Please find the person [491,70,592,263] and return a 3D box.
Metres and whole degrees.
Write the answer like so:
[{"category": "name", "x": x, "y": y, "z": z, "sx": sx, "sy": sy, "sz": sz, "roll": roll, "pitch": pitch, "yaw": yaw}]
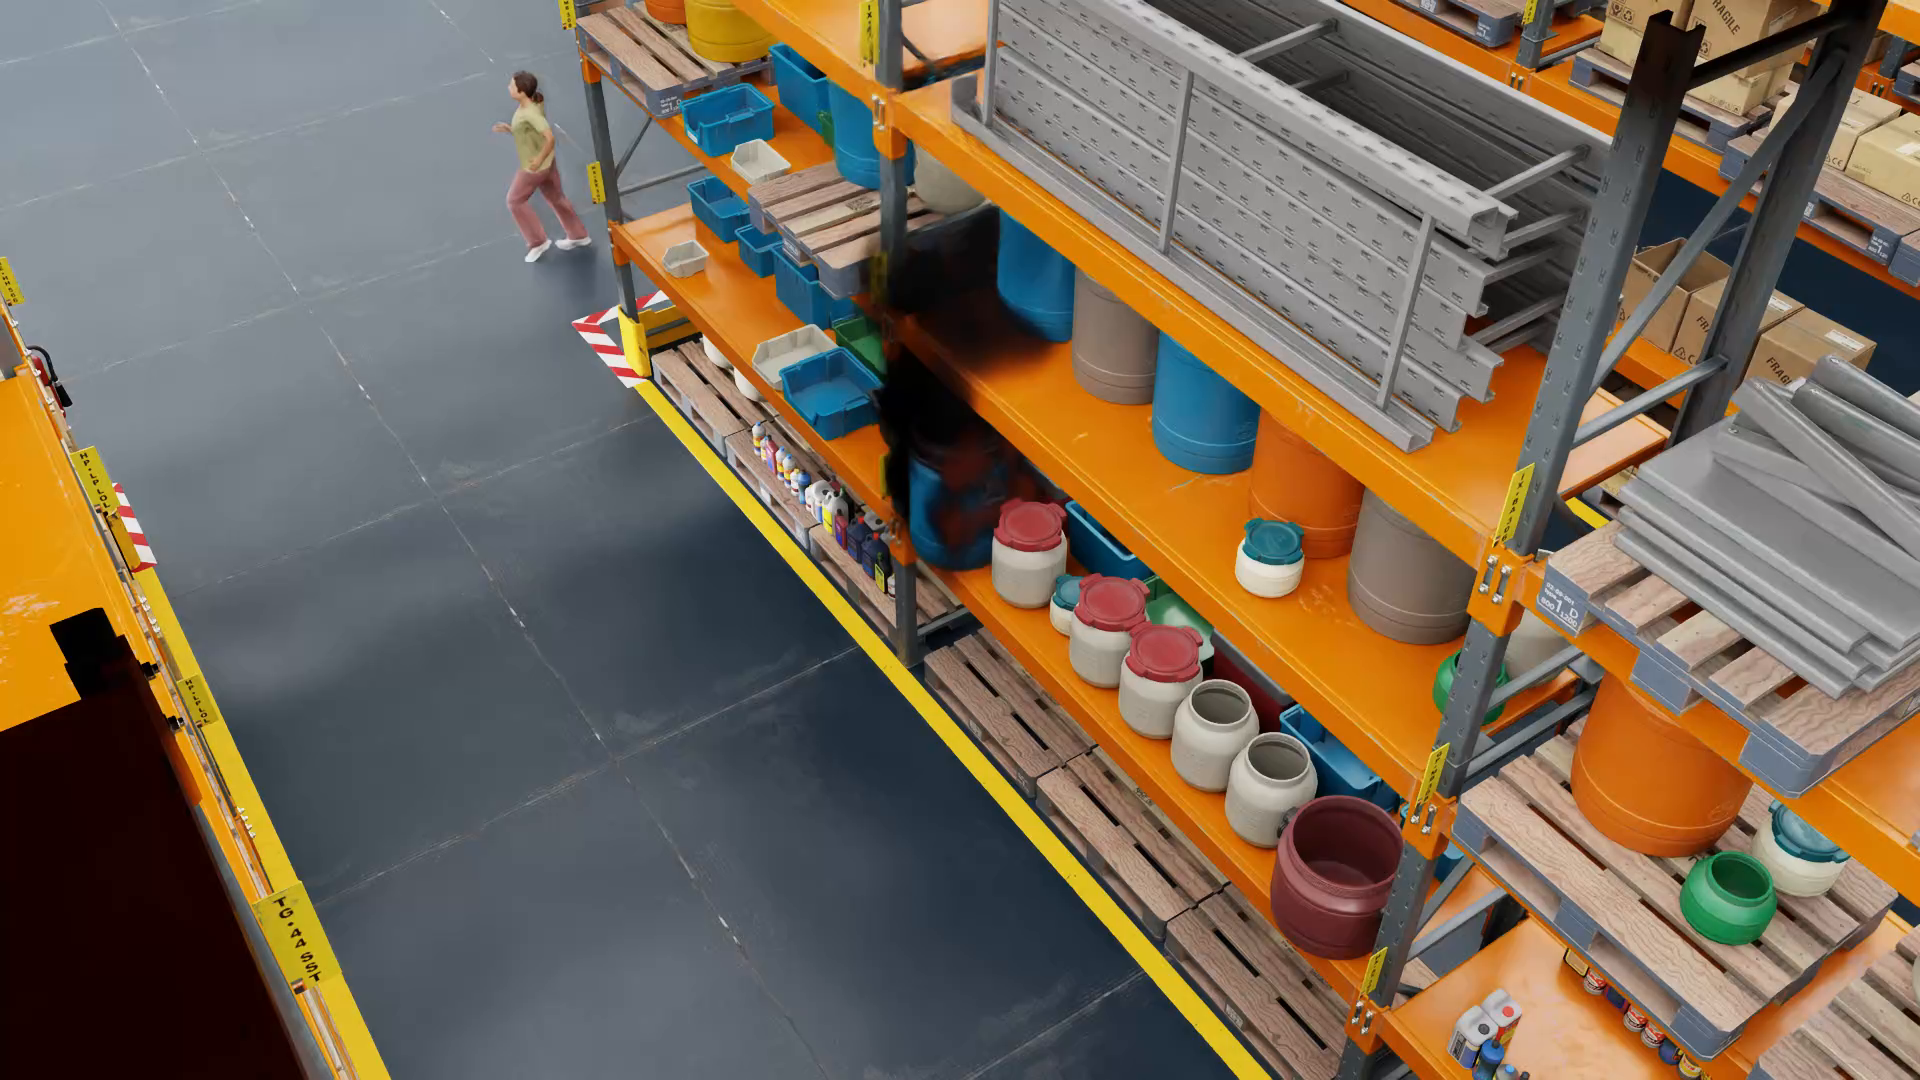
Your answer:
[{"category": "person", "x": -3.542, "y": -3.119, "z": 13.931, "sx": 0.677, "sy": 1.714, "sz": 0.592, "roll": 0, "pitch": 43, "yaw": 1}]
